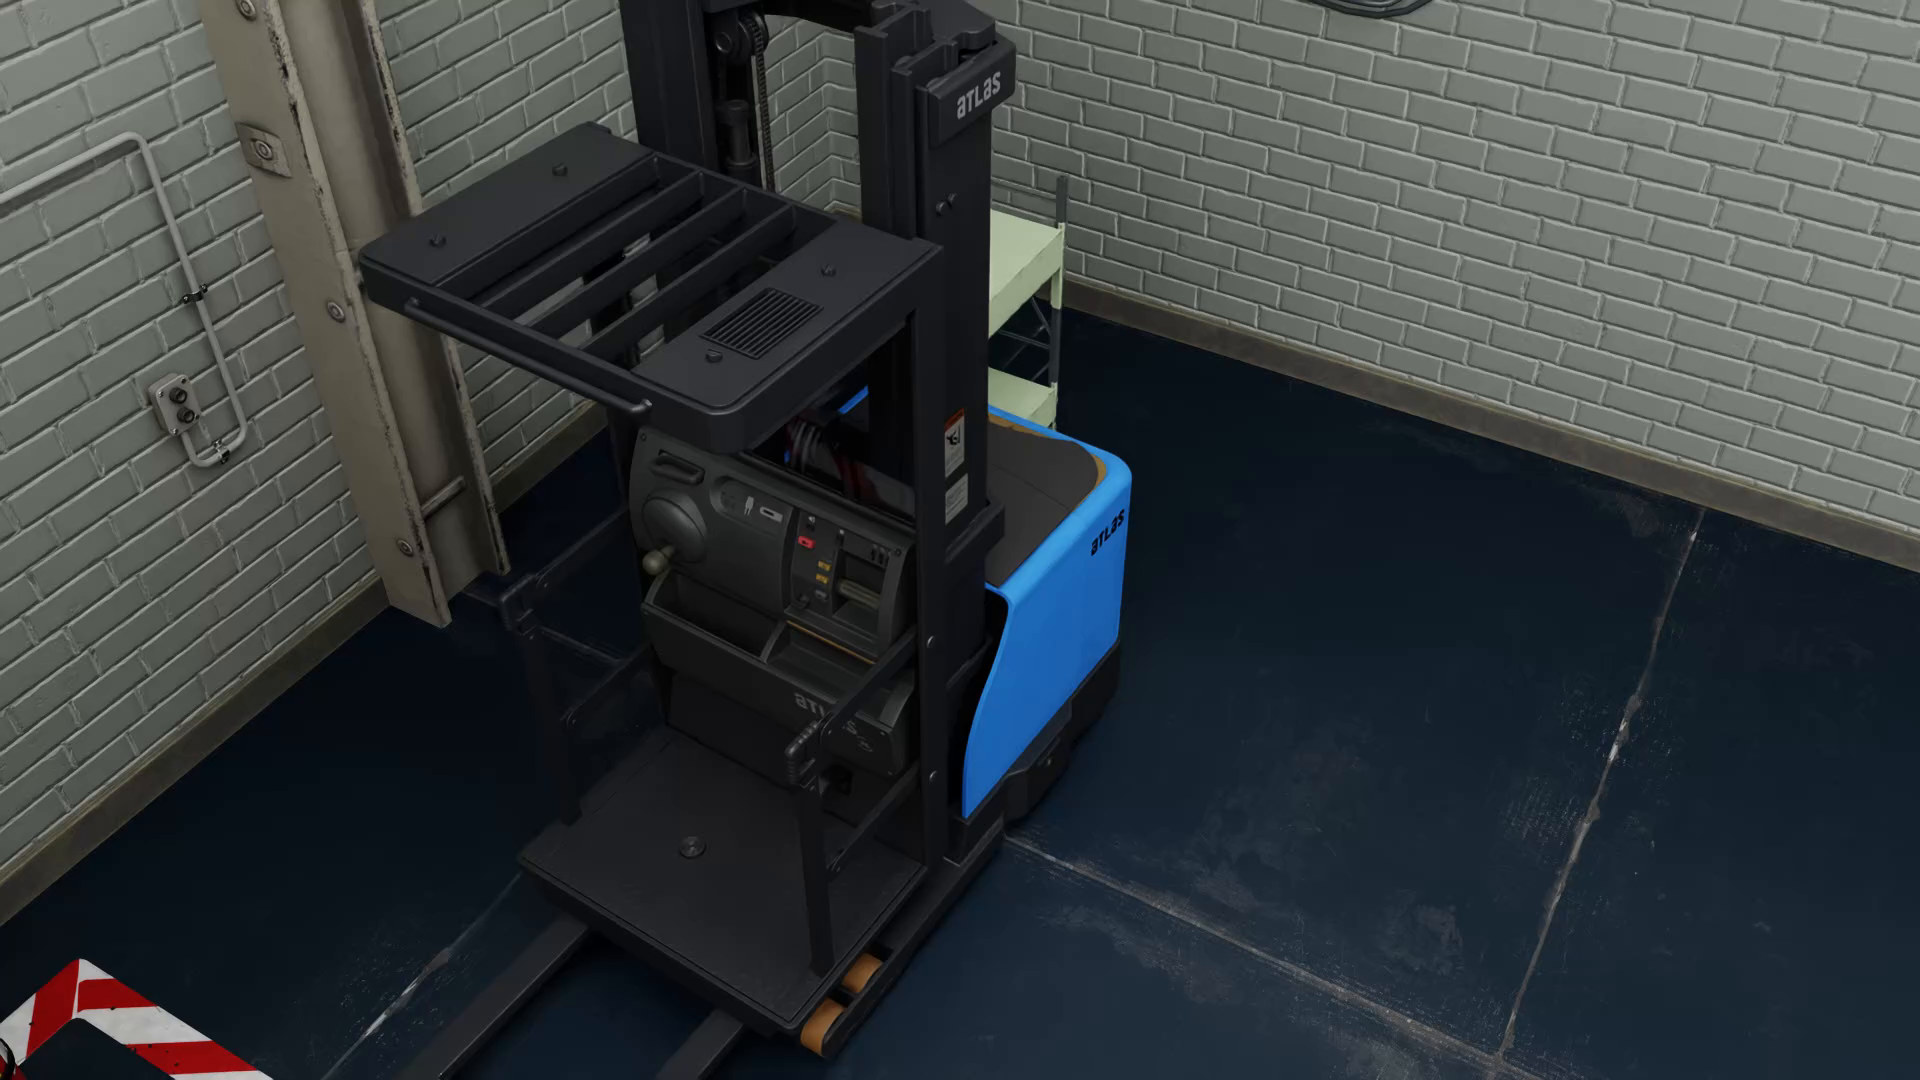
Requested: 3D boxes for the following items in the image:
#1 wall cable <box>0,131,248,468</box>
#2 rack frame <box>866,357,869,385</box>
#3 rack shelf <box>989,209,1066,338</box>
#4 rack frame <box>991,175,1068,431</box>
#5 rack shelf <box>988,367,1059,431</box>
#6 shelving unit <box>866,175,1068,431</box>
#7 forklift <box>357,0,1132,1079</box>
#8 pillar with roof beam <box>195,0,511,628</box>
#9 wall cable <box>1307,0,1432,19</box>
[{"bbox_3d":[-2.795,-0.546,4.332,0.084,1.984,1.851,21,45,22],"label":"wall cable"},{"bbox_3d":[-0.158,-0.379,6.045,0.400,1.500,0.023,21,45,22],"label":"rack frame"},{"bbox_3d":[0.026,-0.882,6.025,0.431,0.370,0.720,21,45,22],"label":"rack shelf"},{"bbox_3d":[0.209,-0.798,6.521,0.400,1.500,0.023,21,45,22],"label":"rack frame"},{"bbox_3d":[0.026,-0.344,6.498,0.431,0.370,0.720,21,45,22],"label":"rack shelf"},{"bbox_3d":[0.026,-0.589,6.283,0.431,1.500,0.755,21,45,22],"label":"shelving unit"},{"bbox_3d":[-0.658,0.081,4.440,1.130,2.935,3.031,24,47,25],"label":"forklift"},{"bbox_3d":[1.713,-1.778,1.960,9.100,9.000,0.400,21,45,22],"label":"pillar with roof beam"},{"bbox_3d":[0.523,-3.324,6.065,3.097,2.526,0.112,21,45,22],"label":"wall cable"}]
